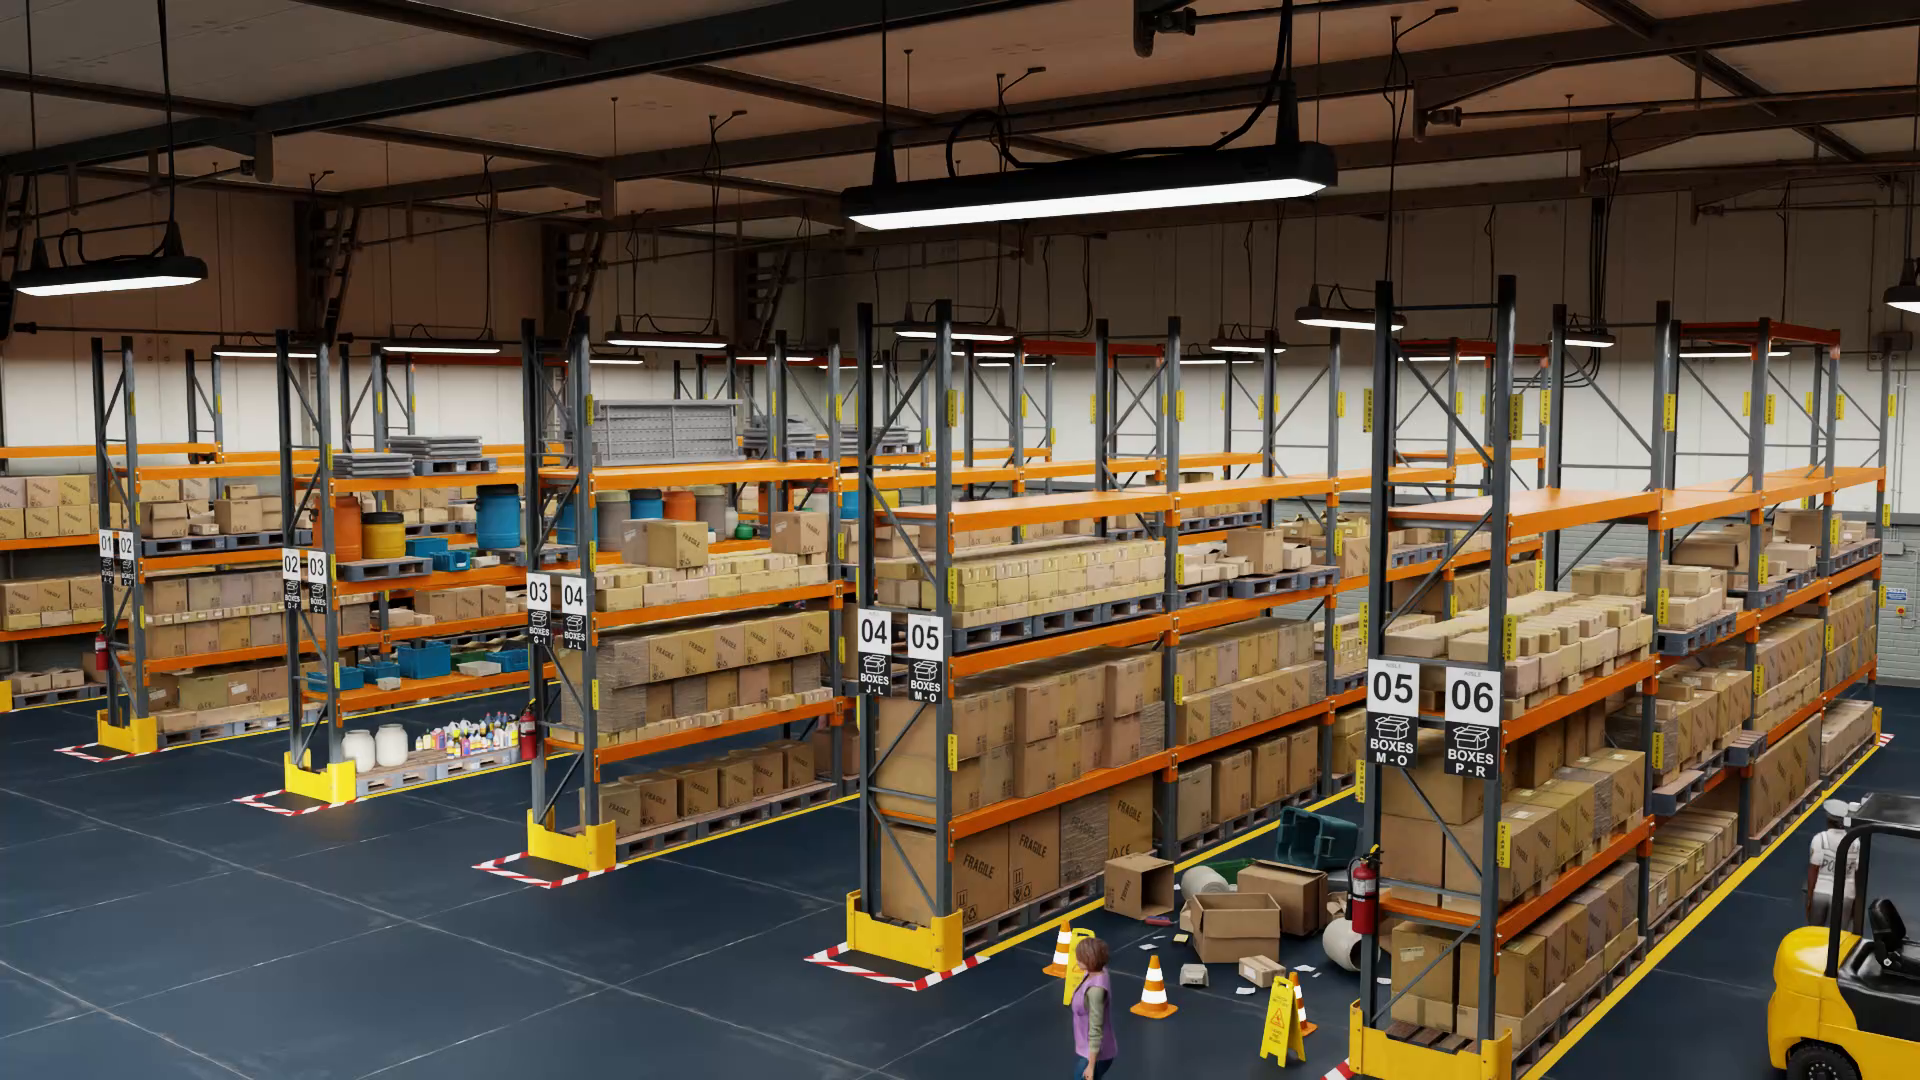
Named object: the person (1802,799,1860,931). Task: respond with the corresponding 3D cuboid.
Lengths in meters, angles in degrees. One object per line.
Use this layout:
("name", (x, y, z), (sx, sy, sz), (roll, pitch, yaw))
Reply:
("person", (7.487, 3.115, 14.292), (0.452, 1.734, 0.595), (3, 6, 33))

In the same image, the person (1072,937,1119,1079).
("person", (0.912, 3.414, 11.042), (0.716, 1.567, 0.473), (1, 5, 6))

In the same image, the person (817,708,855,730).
("person", (-1.805, 2.232, 24.132), (0.458, 1.623, 0.956), (3, 6, 27))
